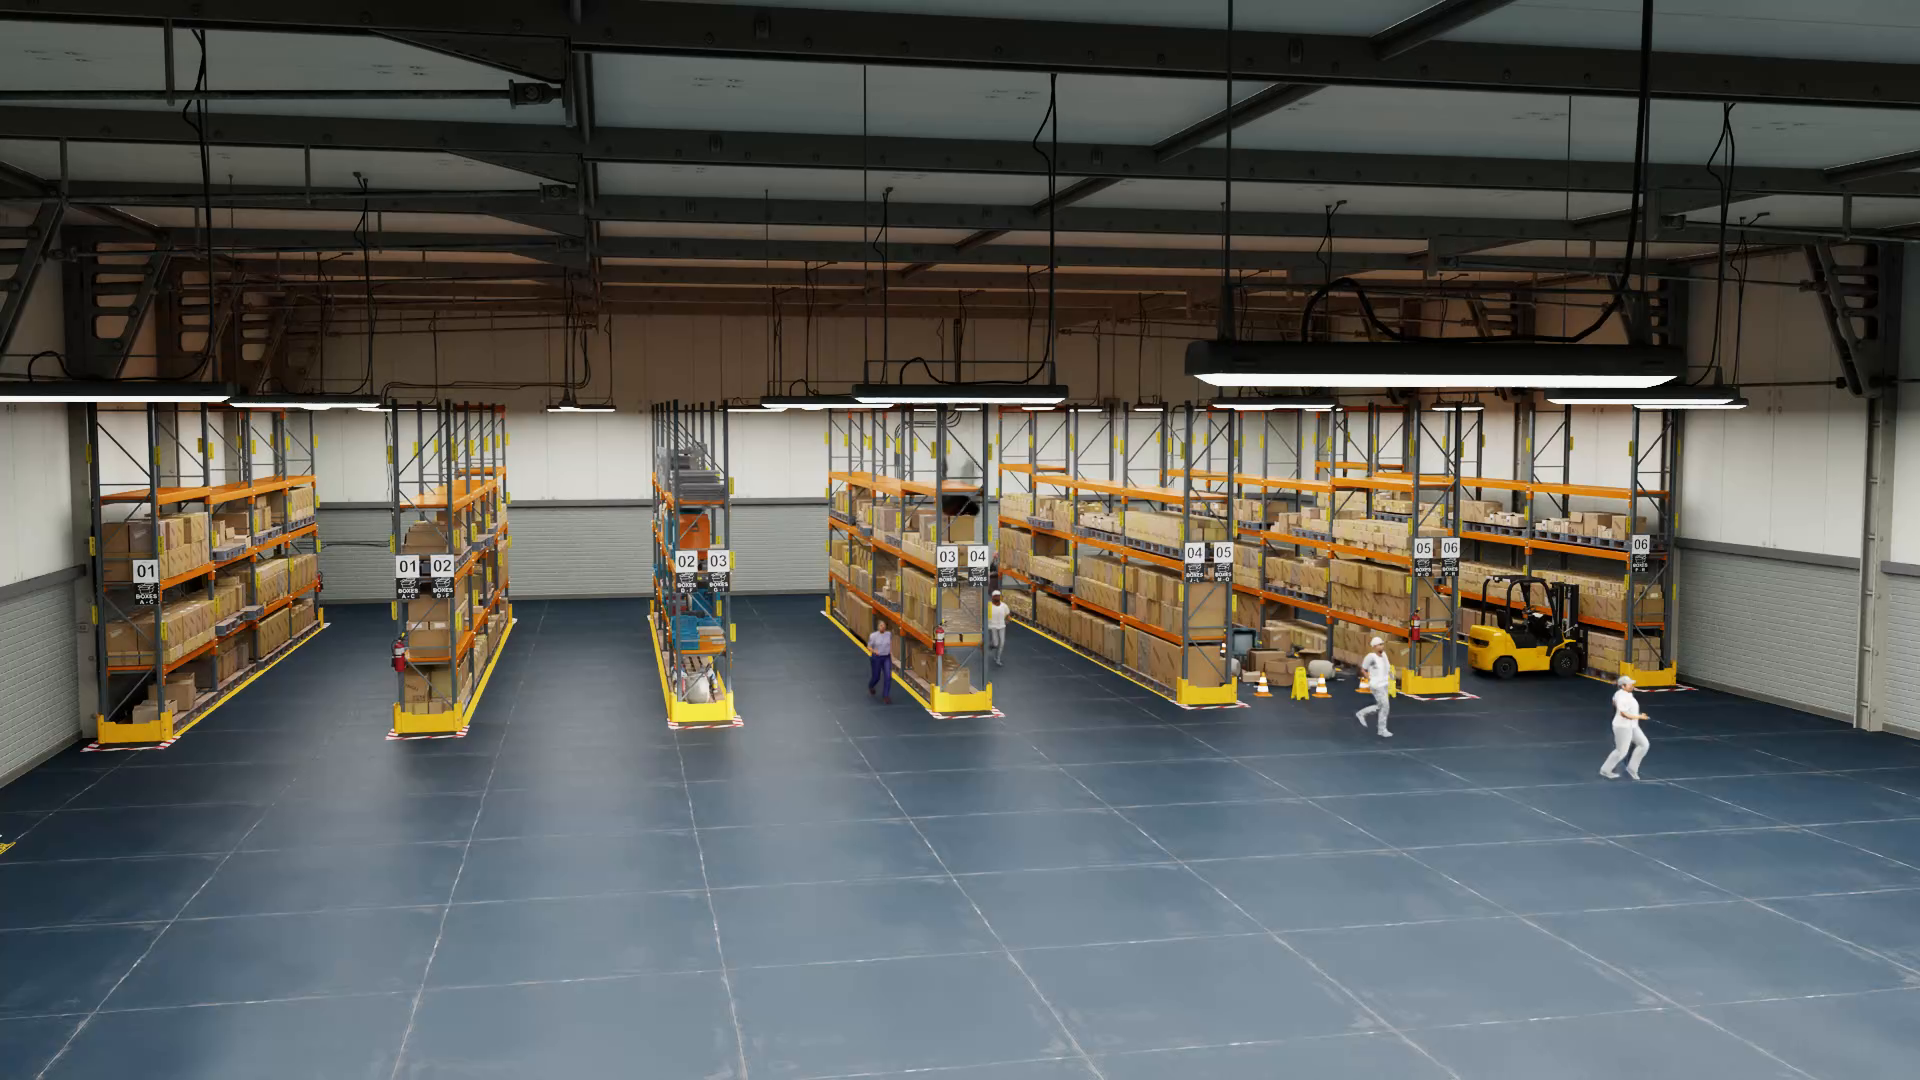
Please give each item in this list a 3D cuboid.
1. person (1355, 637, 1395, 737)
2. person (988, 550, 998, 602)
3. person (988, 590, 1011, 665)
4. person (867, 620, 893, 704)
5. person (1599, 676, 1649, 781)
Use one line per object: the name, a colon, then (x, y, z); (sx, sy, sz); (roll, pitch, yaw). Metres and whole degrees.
person: (7.436, 2.612, 29.750); (0.749, 1.768, 0.674); (4, 6, 41)
person: (1.013, 1.140, 49.811); (0.552, 1.677, 0.670); (-2, 5, -23)
person: (0.841, 2.007, 38.081); (0.717, 1.722, 0.578); (-1, 5, -17)
person: (-1.593, 2.403, 33.285); (0.592, 1.638, 0.886); (-2, 5, -20)
person: (10.420, 2.957, 26.035); (0.706, 1.686, 0.610); (3, 5, 32)
